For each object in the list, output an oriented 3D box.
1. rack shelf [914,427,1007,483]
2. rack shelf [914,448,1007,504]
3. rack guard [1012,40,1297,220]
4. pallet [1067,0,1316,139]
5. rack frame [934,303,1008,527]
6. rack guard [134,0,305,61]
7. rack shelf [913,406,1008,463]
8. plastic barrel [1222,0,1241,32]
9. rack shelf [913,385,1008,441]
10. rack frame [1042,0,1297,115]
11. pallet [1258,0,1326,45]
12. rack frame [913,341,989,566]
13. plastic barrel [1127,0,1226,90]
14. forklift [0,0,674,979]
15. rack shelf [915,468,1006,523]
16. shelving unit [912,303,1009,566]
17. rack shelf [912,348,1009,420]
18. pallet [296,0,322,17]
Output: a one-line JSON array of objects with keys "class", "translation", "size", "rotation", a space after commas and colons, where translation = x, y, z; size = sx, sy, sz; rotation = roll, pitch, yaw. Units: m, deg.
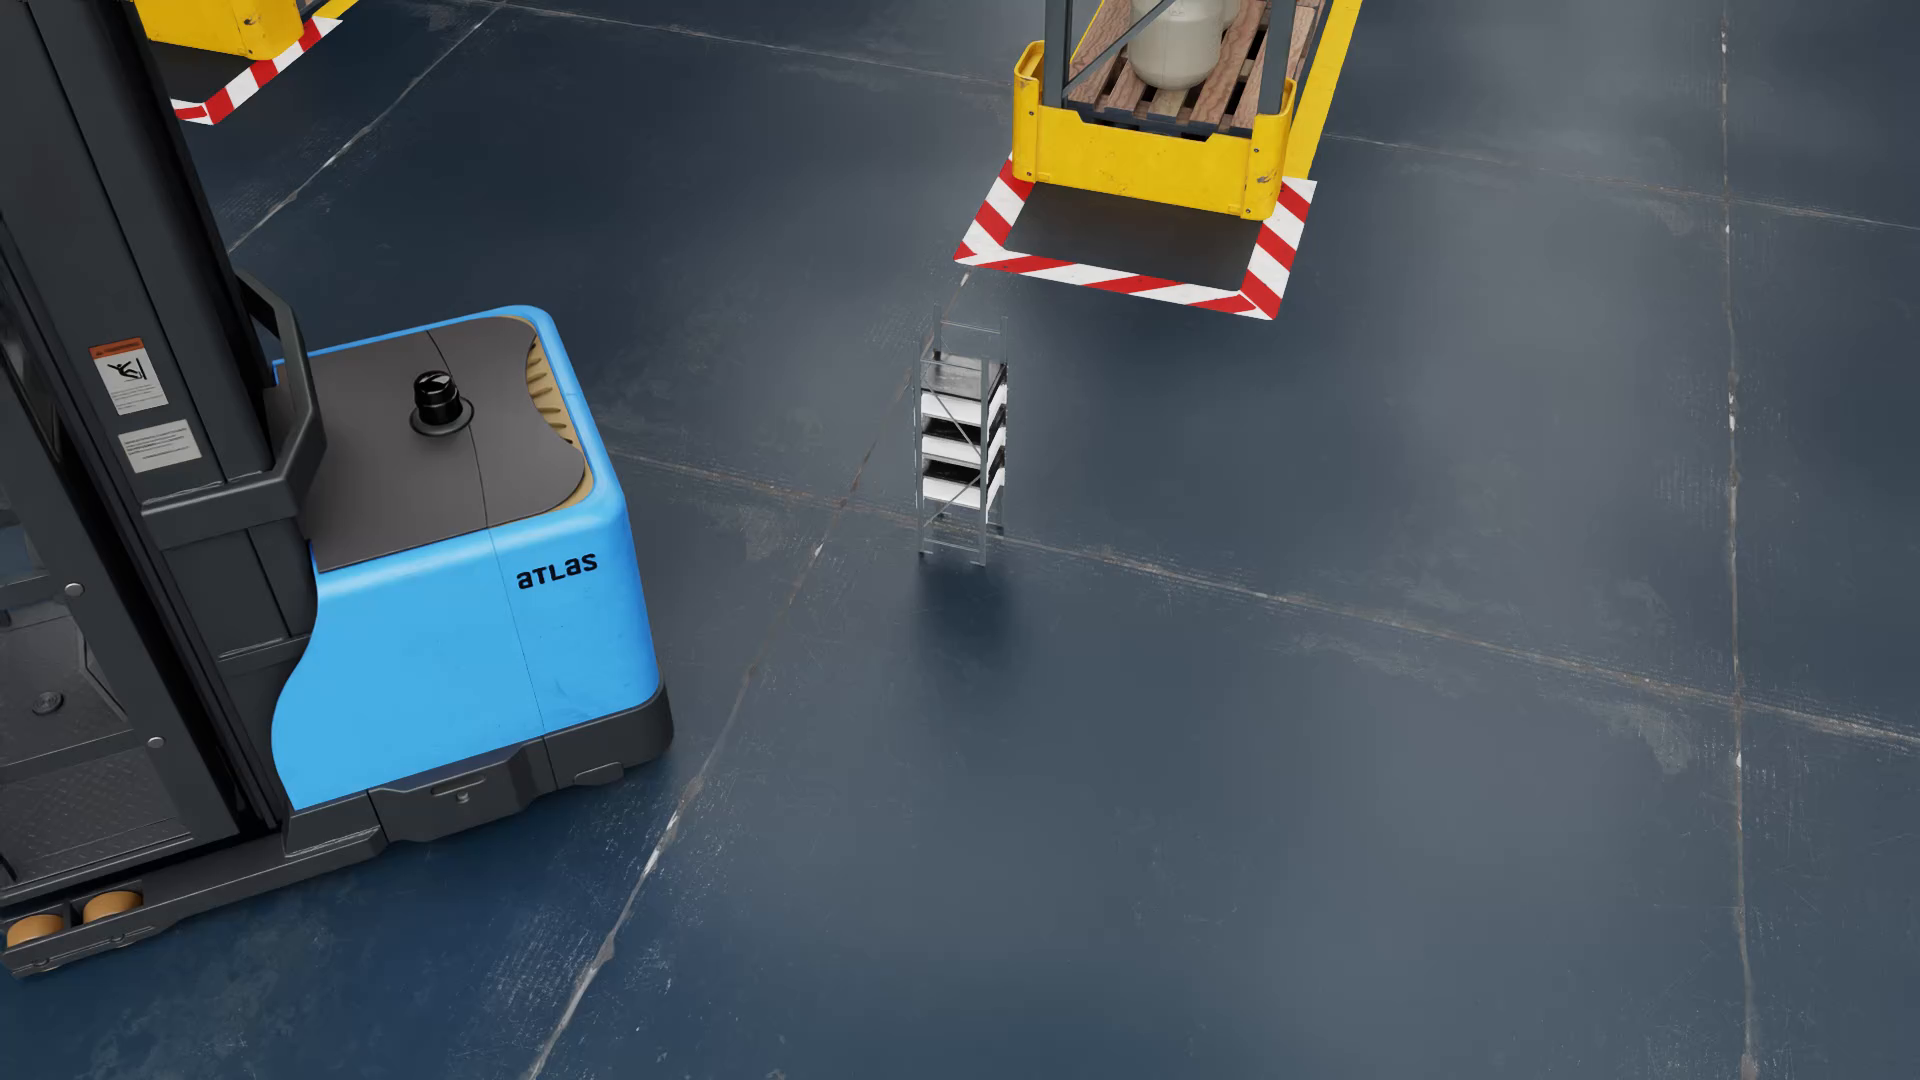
[{"class": "rack shelf", "translation": [0.002, -0.303, 5.464], "size": [0.258, 0.077, 0.200], "rotation": [13, 46, 12]}, {"class": "rack shelf", "translation": [0.002, -0.239, 5.527], "size": [0.258, 0.077, 0.200], "rotation": [13, 46, 12]}, {"class": "rack guard", "translation": [0.823, -1.780, 7.211], "size": [1.175, 0.500, 0.348], "rotation": [13, 46, 13]}, {"class": "pallet", "translation": [1.074, -2.217, 7.865], "size": [1.003, 0.211, 1.213], "rotation": [13, 46, 13]}, {"class": "rack frame", "translation": [0.033, -0.395, 5.510], "size": [0.240, 0.900, 0.006], "rotation": [13, 46, 12]}, {"class": "rack guard", "translation": [-3.882, -2.755, 8.208], "size": [1.175, 0.500, 0.348], "rotation": [13, 46, 13]}, {"class": "rack shelf", "translation": [0.002, -0.368, 5.401], "size": [0.258, 0.077, 0.200], "rotation": [13, 46, 12]}, {"class": "plastic barrel", "translation": [1.123, -2.662, 7.805], "size": [0.421, 0.512, 0.421], "rotation": [0, 44, 0]}, {"class": "rack shelf", "translation": [0.002, -0.432, 5.338], "size": [0.258, 0.077, 0.200], "rotation": [13, 46, 12]}, {"class": "rack frame", "translation": [0.845, -2.613, 6.275], "size": [1.000, 3.000, 0.127], "rotation": [13, 46, 13]}, {"class": "pallet", "translation": [1.446, -3.027, 8.693], "size": [1.003, 0.211, 1.213], "rotation": [13, 46, 13]}, {"class": "rack frame", "translation": [-0.028, -0.259, 5.372], "size": [0.240, 0.900, 0.006], "rotation": [13, 46, 12]}, {"class": "plastic barrel", "translation": [0.972, -2.328, 7.463], "size": [0.421, 0.512, 0.421], "rotation": [0, 44, 0]}, {"class": "forklift", "translation": [-2.434, -0.291, 3.952], "size": [3.031, 2.935, 1.130], "rotation": [-16, 47, -16]}, {"class": "rack shelf", "translation": [0.002, -0.175, 5.590], "size": [0.258, 0.077, 0.200], "rotation": [13, 46, 12]}, {"class": "shelving unit", "translation": [0.002, -0.327, 5.441], "size": [0.258, 0.900, 0.210], "rotation": [13, 46, 12]}, {"class": "rack shelf", "translation": [0.002, -0.496, 5.275], "size": [0.258, 0.077, 0.200], "rotation": [13, 46, 12]}, {"class": "pallet", "translation": [-3.683, -3.186, 8.855], "size": [1.003, 0.211, 1.213], "rotation": [13, 46, 13]}]
